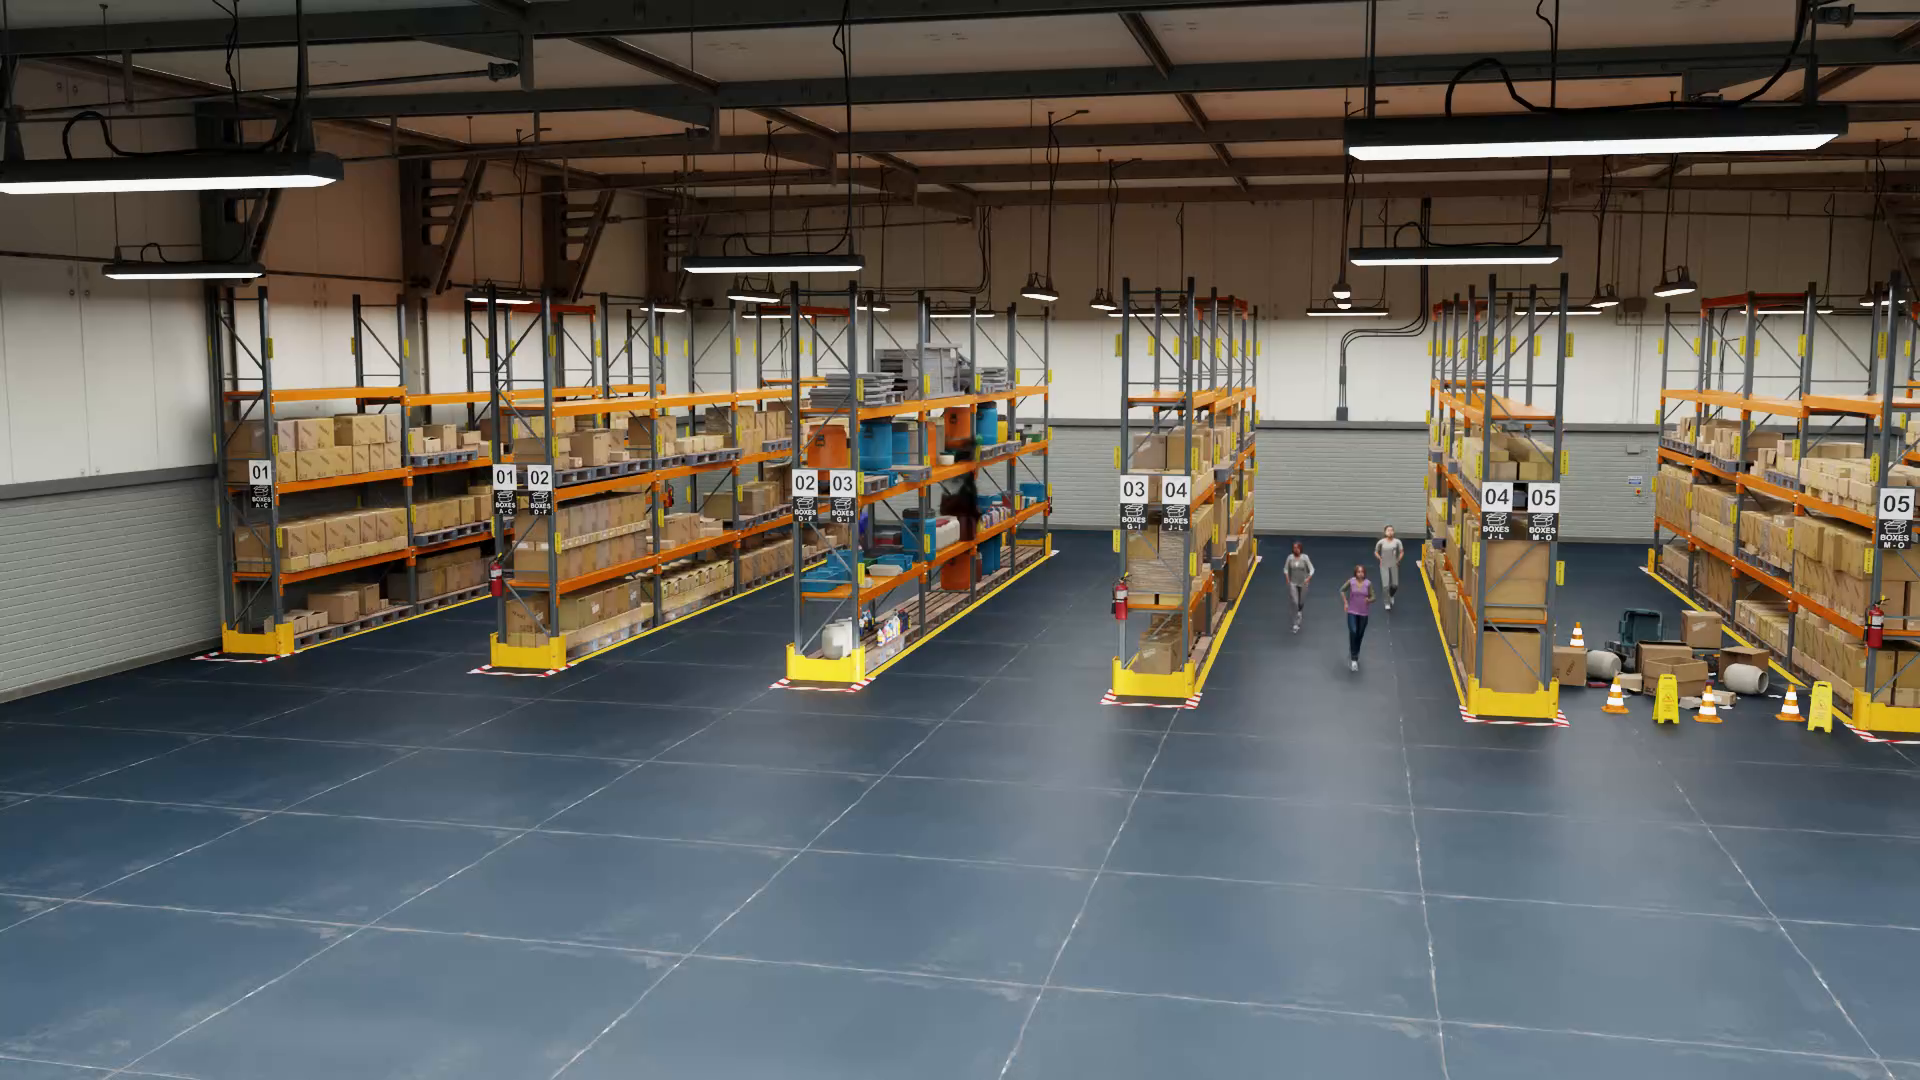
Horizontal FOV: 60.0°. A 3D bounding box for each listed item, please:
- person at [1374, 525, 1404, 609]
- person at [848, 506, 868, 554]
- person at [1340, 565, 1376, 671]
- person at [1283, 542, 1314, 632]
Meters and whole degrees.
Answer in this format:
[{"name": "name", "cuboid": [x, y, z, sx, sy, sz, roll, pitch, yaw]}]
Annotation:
[{"name": "person", "cuboid": [8.258, 0.519, 32.029, 0.561, 1.620, 0.584, 1, 7, 10]}, {"name": "person", "cuboid": [-2.223, -0.131, 36.962, 0.558, 1.420, 0.963, 1, 7, 7]}, {"name": "person", "cuboid": [6.275, 1.197, 26.222, 0.528, 1.640, 0.768, 0, 7, 3]}, {"name": "person", "cuboid": [6.047, 0.817, 29.712, 0.539, 1.599, 0.694, 2, 7, 15]}]
